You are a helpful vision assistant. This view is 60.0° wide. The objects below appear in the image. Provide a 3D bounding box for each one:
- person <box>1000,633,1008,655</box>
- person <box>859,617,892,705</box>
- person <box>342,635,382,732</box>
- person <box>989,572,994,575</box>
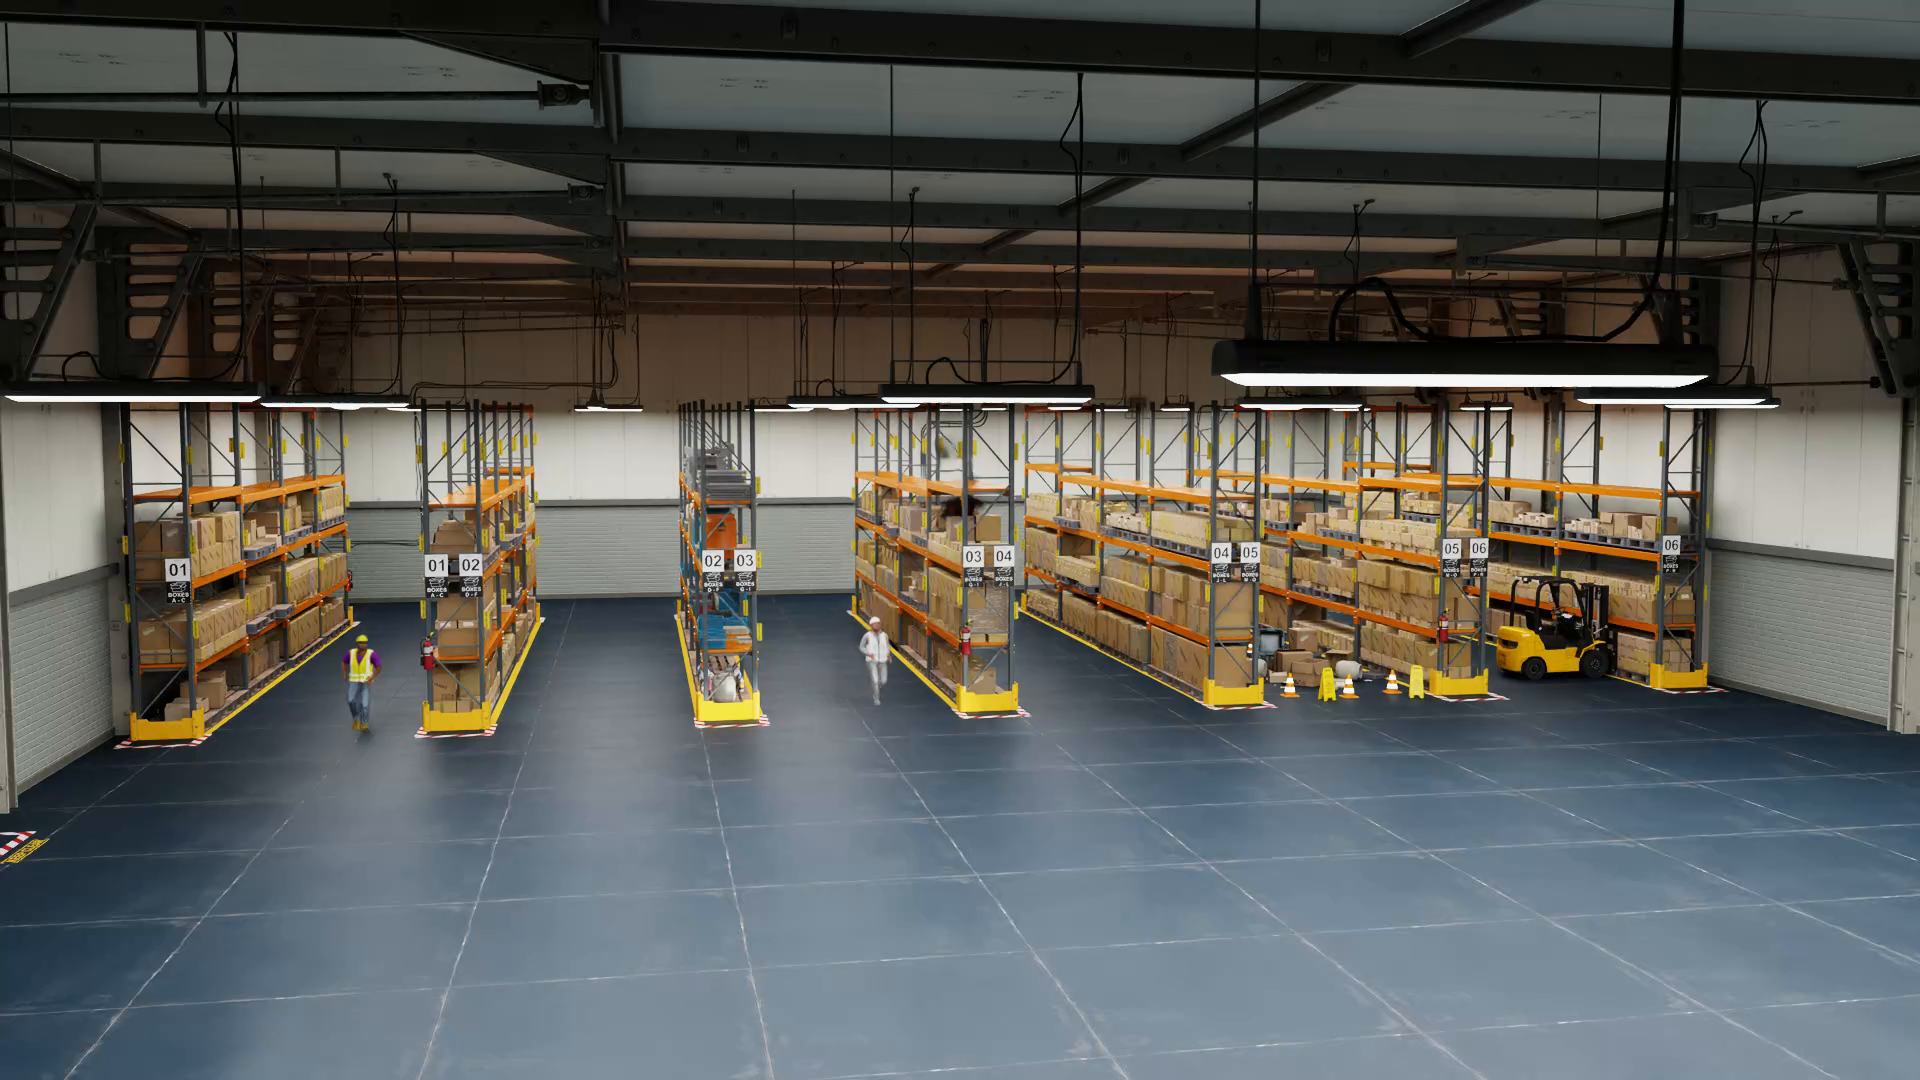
[{"bbox_3d":[0.954,1.826,39.766,0.709,1.757,0.970,-1,4,-16],"label":"person"},{"bbox_3d":[-1.667,2.384,32.940,0.661,1.731,0.585,-2,5,-22],"label":"person"},{"bbox_3d":[-10.836,2.586,30.062,0.719,1.742,0.631,-1,4,-9],"label":"person"},{"bbox_3d":[0.681,1.240,48.103,0.698,1.737,0.592,0,4,-1],"label":"person"}]
